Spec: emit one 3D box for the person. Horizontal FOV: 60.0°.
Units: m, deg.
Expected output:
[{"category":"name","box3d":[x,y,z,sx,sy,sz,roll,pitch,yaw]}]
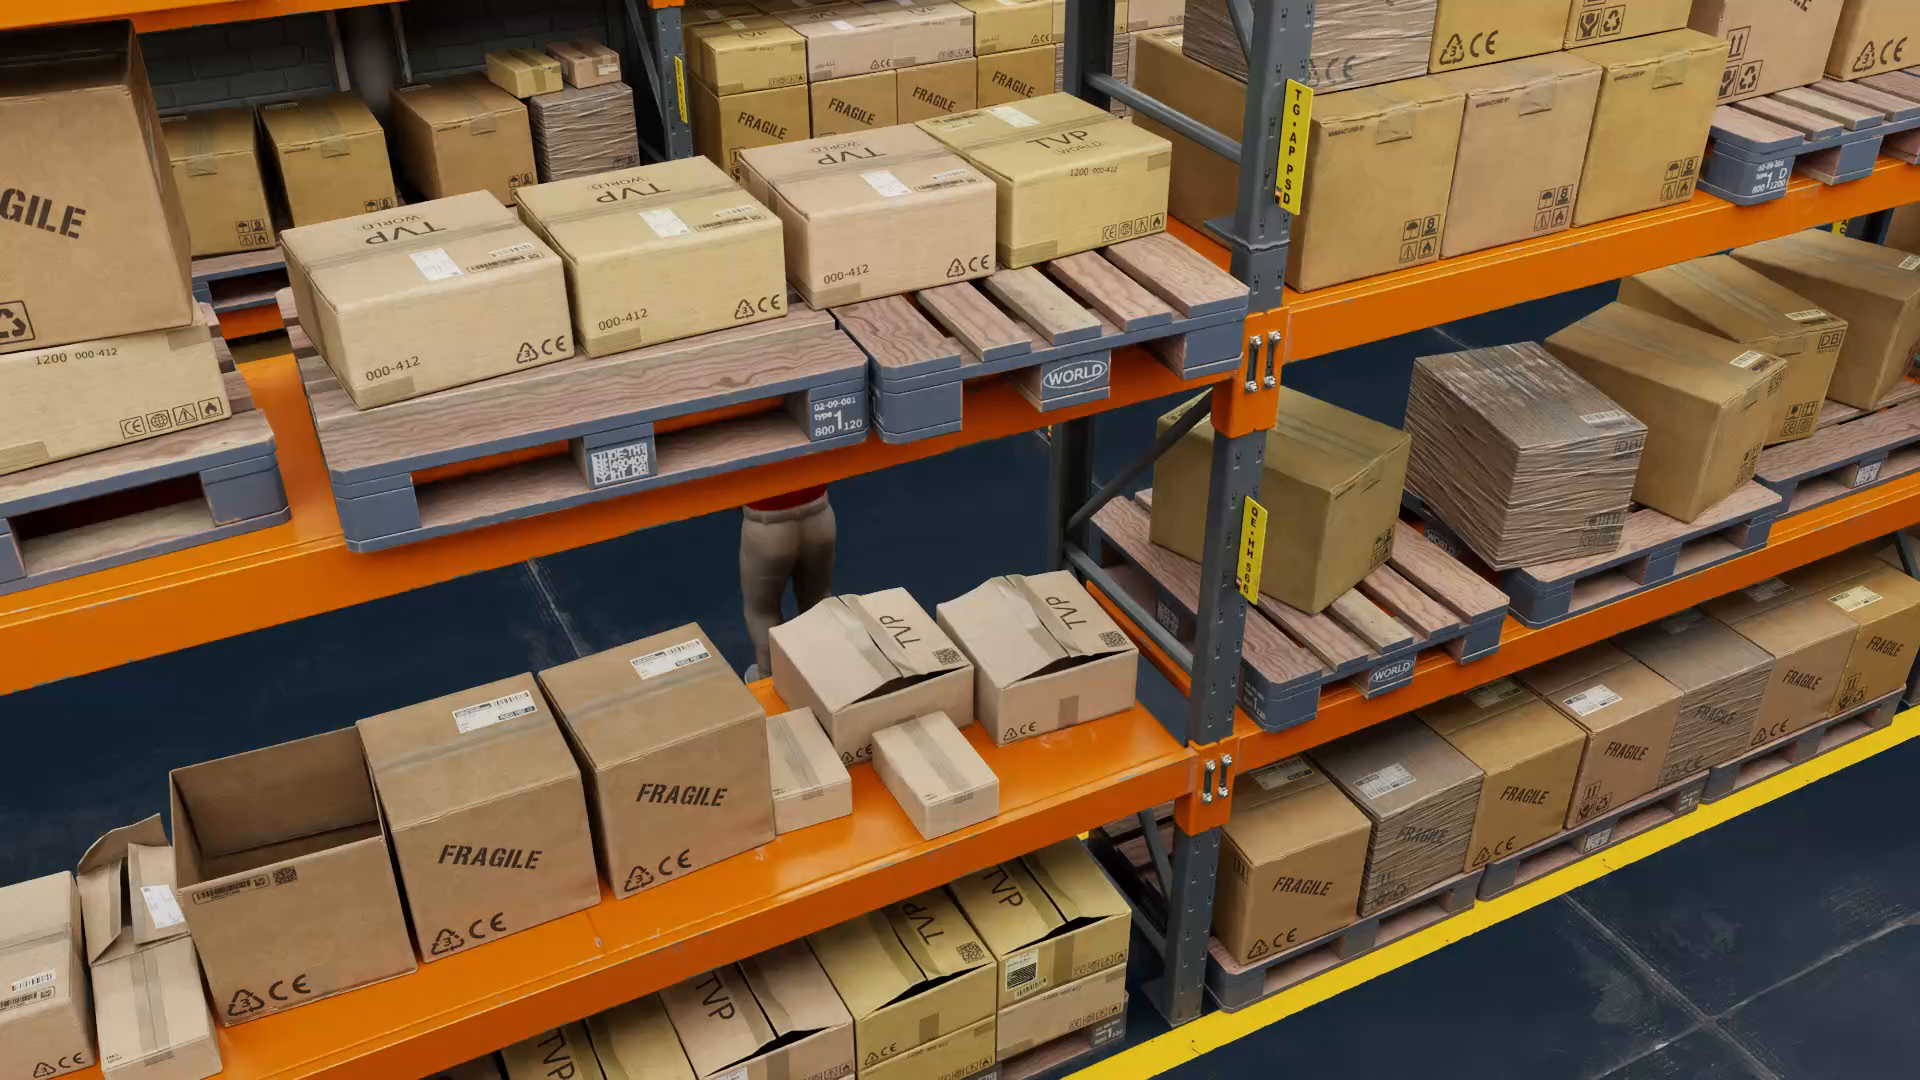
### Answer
[{"category":"person","box3d":[-0.803,-0.070,7.274,0.493,1.712,0.530,-16,36,-23]}]
